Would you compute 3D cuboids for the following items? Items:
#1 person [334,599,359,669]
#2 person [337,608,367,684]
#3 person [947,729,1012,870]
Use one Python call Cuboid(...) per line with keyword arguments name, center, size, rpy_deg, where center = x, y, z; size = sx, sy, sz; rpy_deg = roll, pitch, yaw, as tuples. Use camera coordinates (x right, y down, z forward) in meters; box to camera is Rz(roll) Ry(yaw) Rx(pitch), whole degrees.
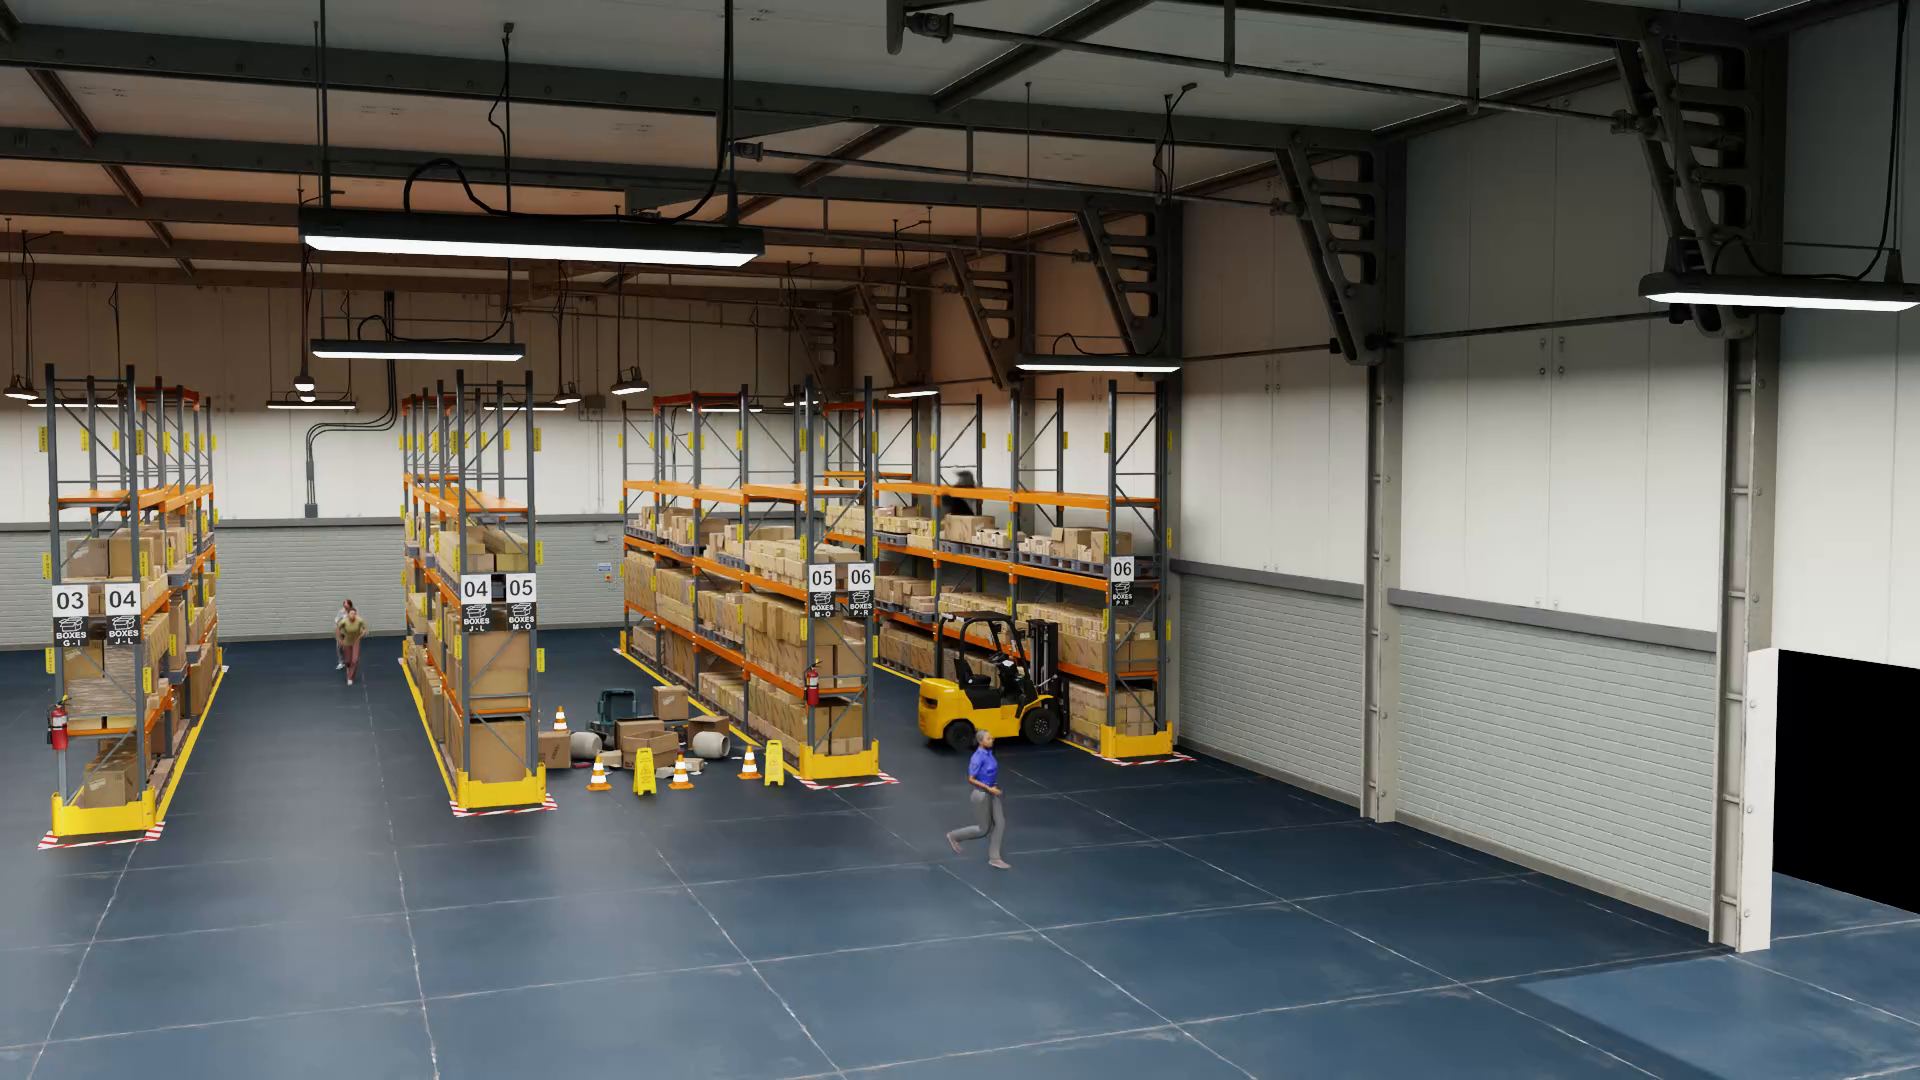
Cuboid(name="person", center=(-13.641, 2.128, 37.004), size=(0.569, 1.461, 0.591), rpy_deg=(0, 3, 6))
Cuboid(name="person", center=(-12.700, 2.196, 34.726), size=(0.575, 1.606, 0.750), rpy_deg=(-2, 4, -29))
Cuboid(name="person", center=(0.246, 3.051, 19.658), size=(0.791, 1.649, 0.578), rpy_deg=(1, 4, 24))
